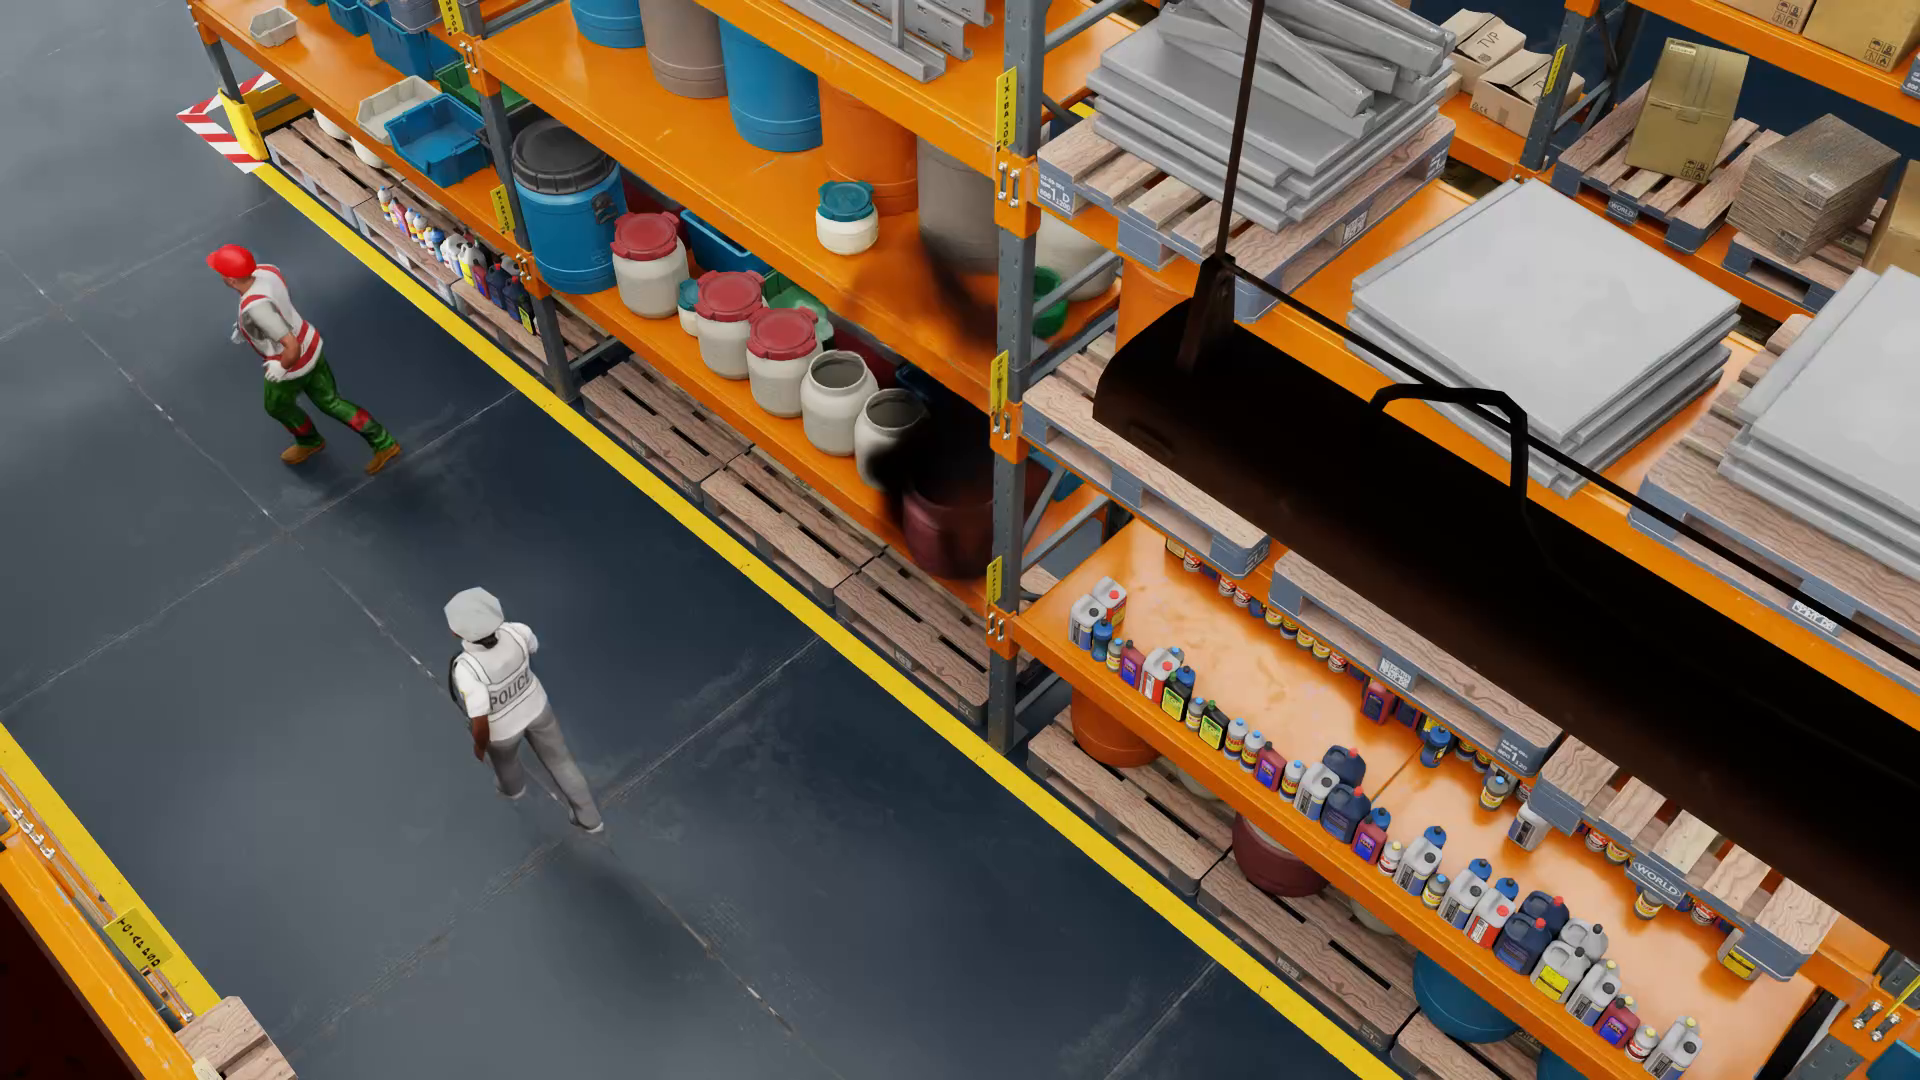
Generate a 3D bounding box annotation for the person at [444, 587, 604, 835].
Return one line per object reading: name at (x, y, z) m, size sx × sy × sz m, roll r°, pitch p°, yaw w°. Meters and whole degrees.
person at (-2.196, 0.882, 8.165) m, size 0.814 × 1.758 × 0.567 m, roll 35°, pitch 58°, yaw 25°

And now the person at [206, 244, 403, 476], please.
person at (-3.981, -1.109, 10.165) m, size 0.855 × 1.764 × 0.625 m, roll 3°, pitch 50°, yaw 2°
